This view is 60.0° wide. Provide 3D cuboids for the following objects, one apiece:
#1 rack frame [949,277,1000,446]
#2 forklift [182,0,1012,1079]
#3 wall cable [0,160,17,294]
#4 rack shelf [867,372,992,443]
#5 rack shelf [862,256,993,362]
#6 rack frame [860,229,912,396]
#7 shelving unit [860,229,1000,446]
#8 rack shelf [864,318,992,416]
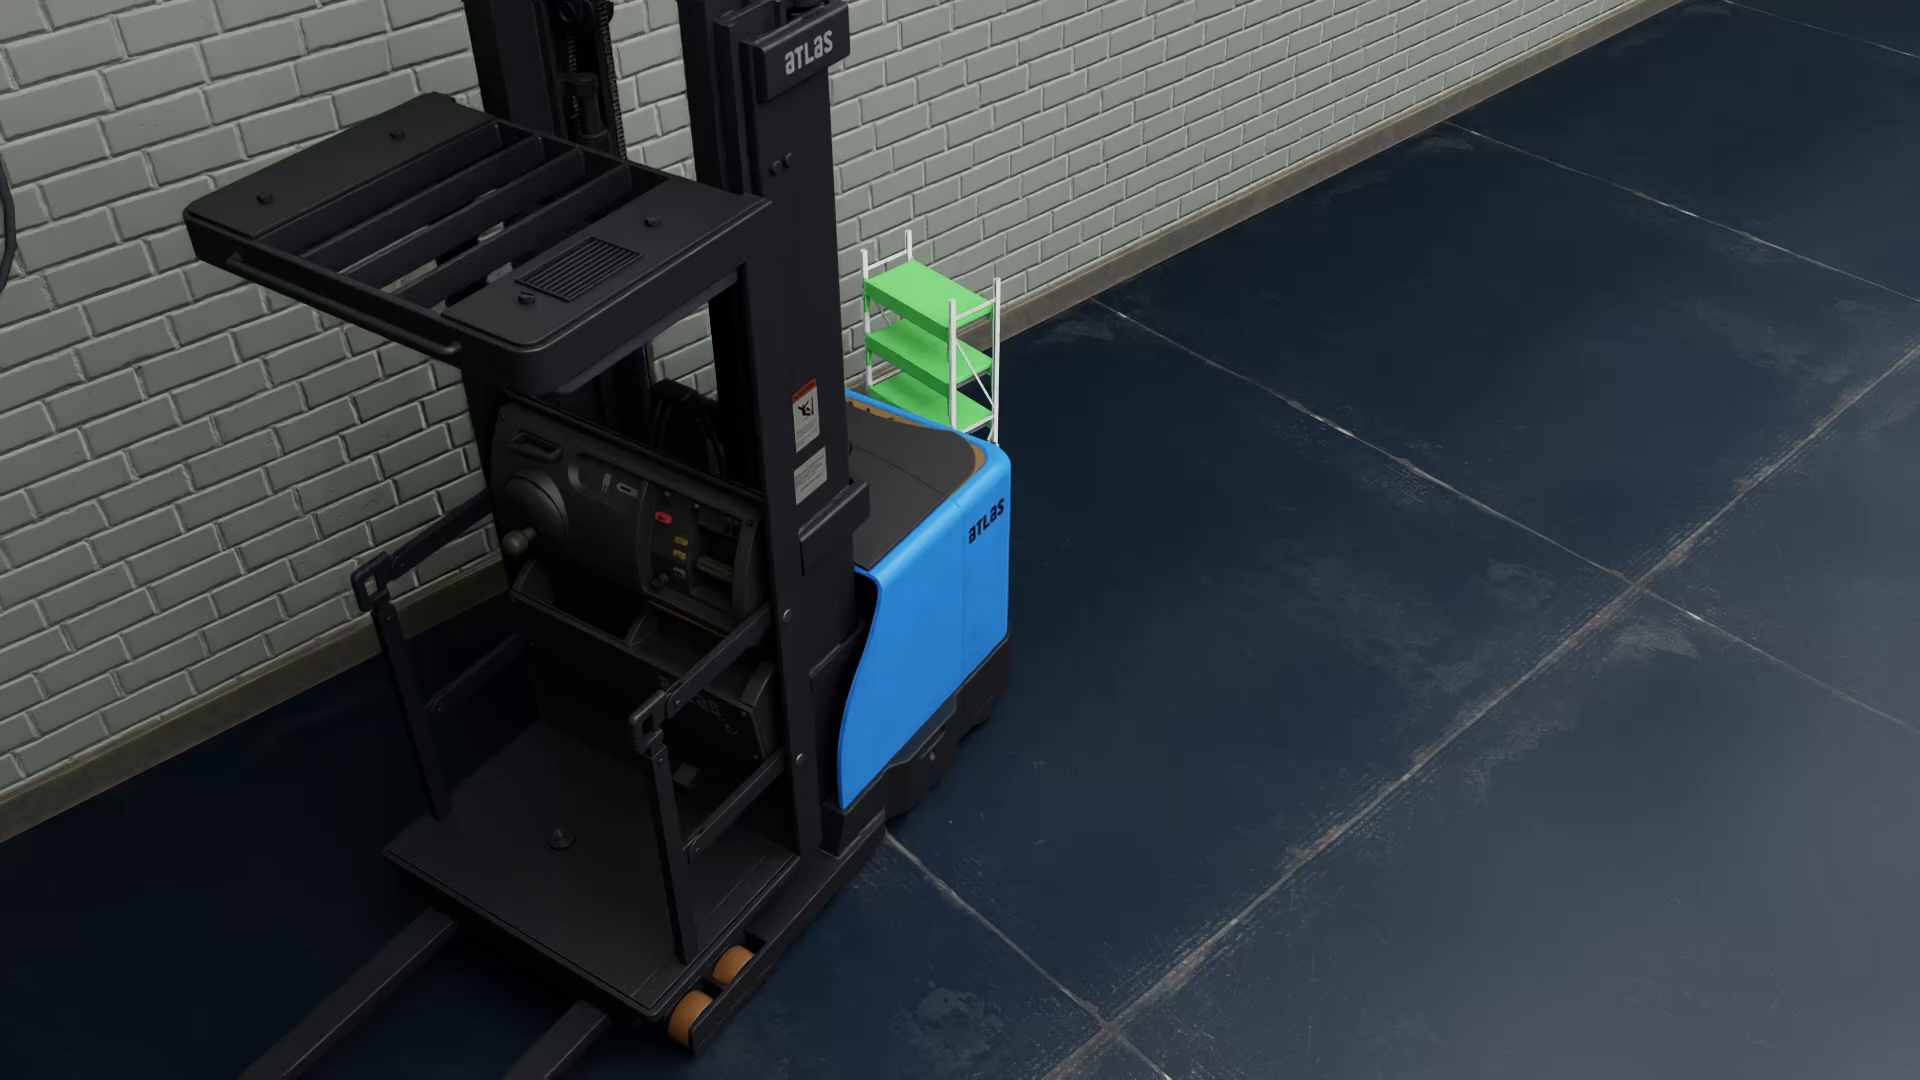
[{"bbox_3d":[0.053,-0.430,6.328,0.240,1.200,0.015,-30,48,-32],"label":"rack frame"},{"bbox_3d":[-1.041,0.013,4.402,1.130,2.935,3.031,22,44,25],"label":"forklift"},{"bbox_3d":[-3.739,-0.951,3.237,3.097,2.526,0.112,-30,48,-32],"label":"wall cable"},{"bbox_3d":[-0.112,-0.494,6.508,0.258,0.148,0.480,-30,48,-32],"label":"rack shelf"},{"bbox_3d":[-0.112,-0.867,6.206,0.258,0.148,0.480,-30,48,-32],"label":"rack shelf"},{"bbox_3d":[-0.277,-0.656,6.608,0.240,1.200,0.015,-30,48,-32],"label":"rack frame"},{"bbox_3d":[-0.112,-0.543,6.468,0.258,1.200,0.503,-30,48,-32],"label":"shelving unit"},{"bbox_3d":[-0.112,-0.680,6.357,0.258,0.148,0.480,-30,48,-32],"label":"rack shelf"}]
